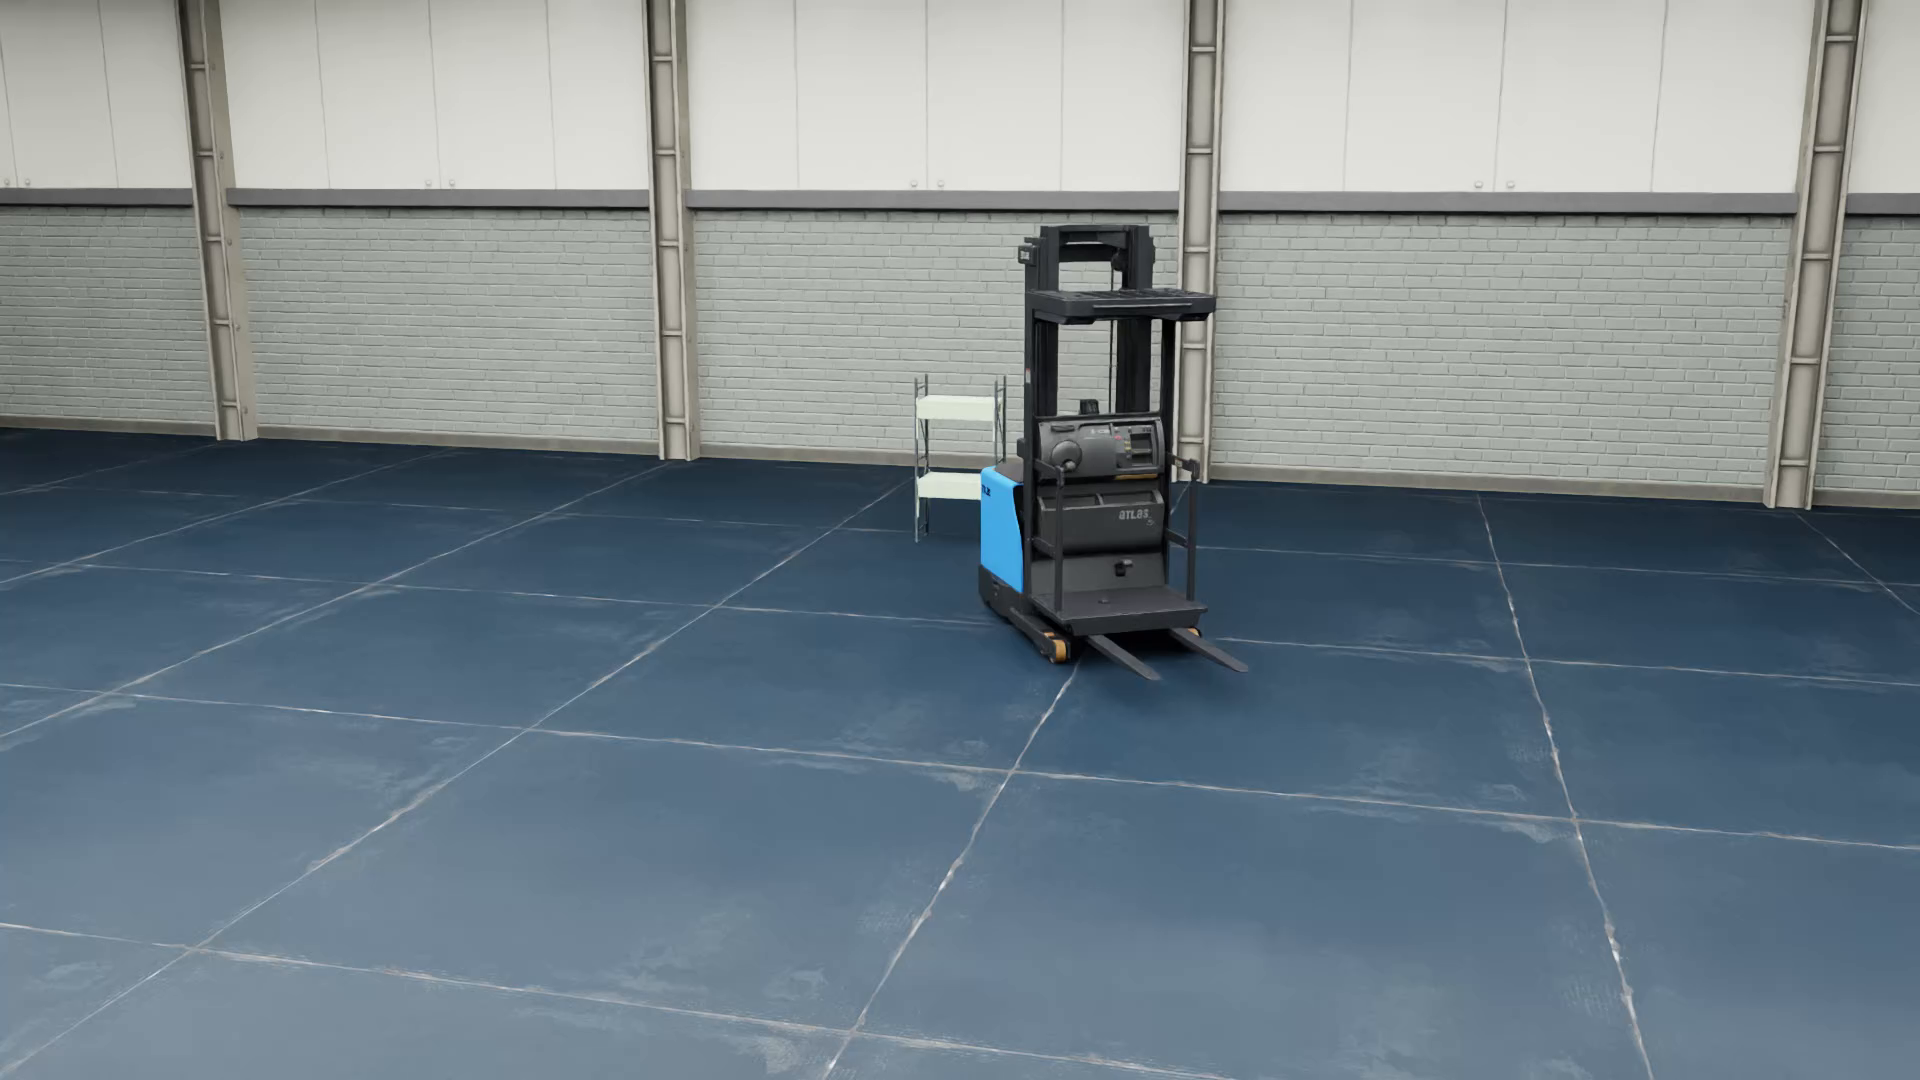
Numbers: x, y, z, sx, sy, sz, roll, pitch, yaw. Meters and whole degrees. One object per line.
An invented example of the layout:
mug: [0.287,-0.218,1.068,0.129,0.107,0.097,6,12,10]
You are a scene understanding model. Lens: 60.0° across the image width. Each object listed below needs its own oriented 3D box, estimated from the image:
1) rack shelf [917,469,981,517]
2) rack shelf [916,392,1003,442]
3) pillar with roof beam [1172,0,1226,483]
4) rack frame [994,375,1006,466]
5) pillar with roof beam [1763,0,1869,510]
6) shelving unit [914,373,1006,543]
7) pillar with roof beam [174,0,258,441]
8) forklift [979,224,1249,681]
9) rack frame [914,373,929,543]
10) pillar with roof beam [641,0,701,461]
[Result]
rack shelf: [0.006,-0.414,15.157,0.720,0.370,0.431,3,13,14]
rack shelf: [0.006,-1.113,15.001,0.720,0.370,0.431,3,13,14]
pillar with roof beam: [1.496,-4.144,13.153,0.400,9.000,9.100,3,13,14]
rack frame: [0.362,-0.713,15.000,0.023,1.500,0.400,3,13,14]
pillar with roof beam: [7.321,-3.833,11.749,0.400,9.000,9.100,3,13,14]
shelving unit: [0.006,-0.732,15.086,0.755,1.500,0.431,3,13,14]
pillar with roof beam: [-10.155,-4.767,15.959,0.400,9.000,9.100,3,13,14]
forklift: [1.065,-0.679,11.544,1.130,2.935,3.031,-4,13,-17]
rack frame: [-0.349,-0.751,15.172,0.023,1.500,0.400,3,13,14]
pillar with roof beam: [-4.330,-4.455,14.556,0.400,9.000,9.100,3,13,14]
